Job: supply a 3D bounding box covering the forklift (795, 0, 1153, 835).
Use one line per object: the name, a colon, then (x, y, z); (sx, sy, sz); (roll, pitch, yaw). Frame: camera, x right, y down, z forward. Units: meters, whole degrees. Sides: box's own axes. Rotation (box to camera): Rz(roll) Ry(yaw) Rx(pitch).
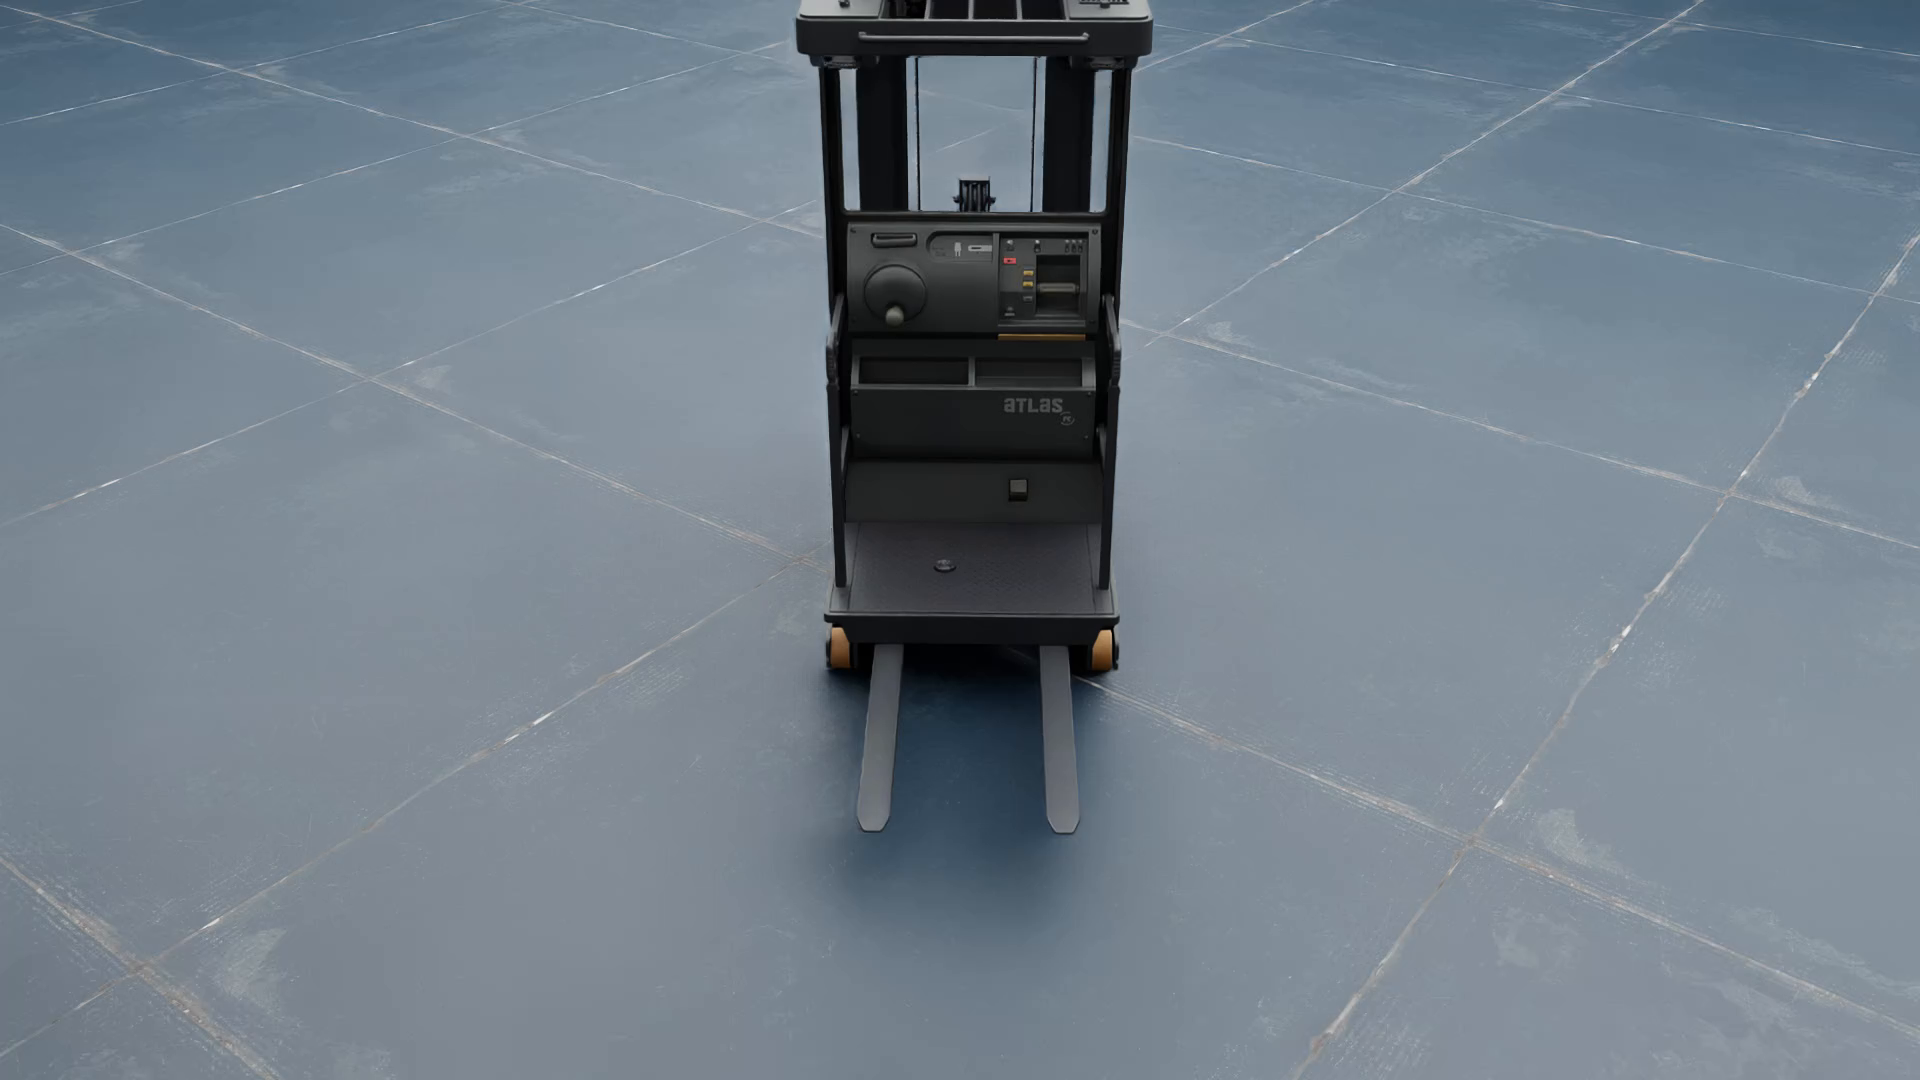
forklift: (0.049, -0.918, 5.923); (1.130, 2.935, 3.031); (0, 31, 1)
